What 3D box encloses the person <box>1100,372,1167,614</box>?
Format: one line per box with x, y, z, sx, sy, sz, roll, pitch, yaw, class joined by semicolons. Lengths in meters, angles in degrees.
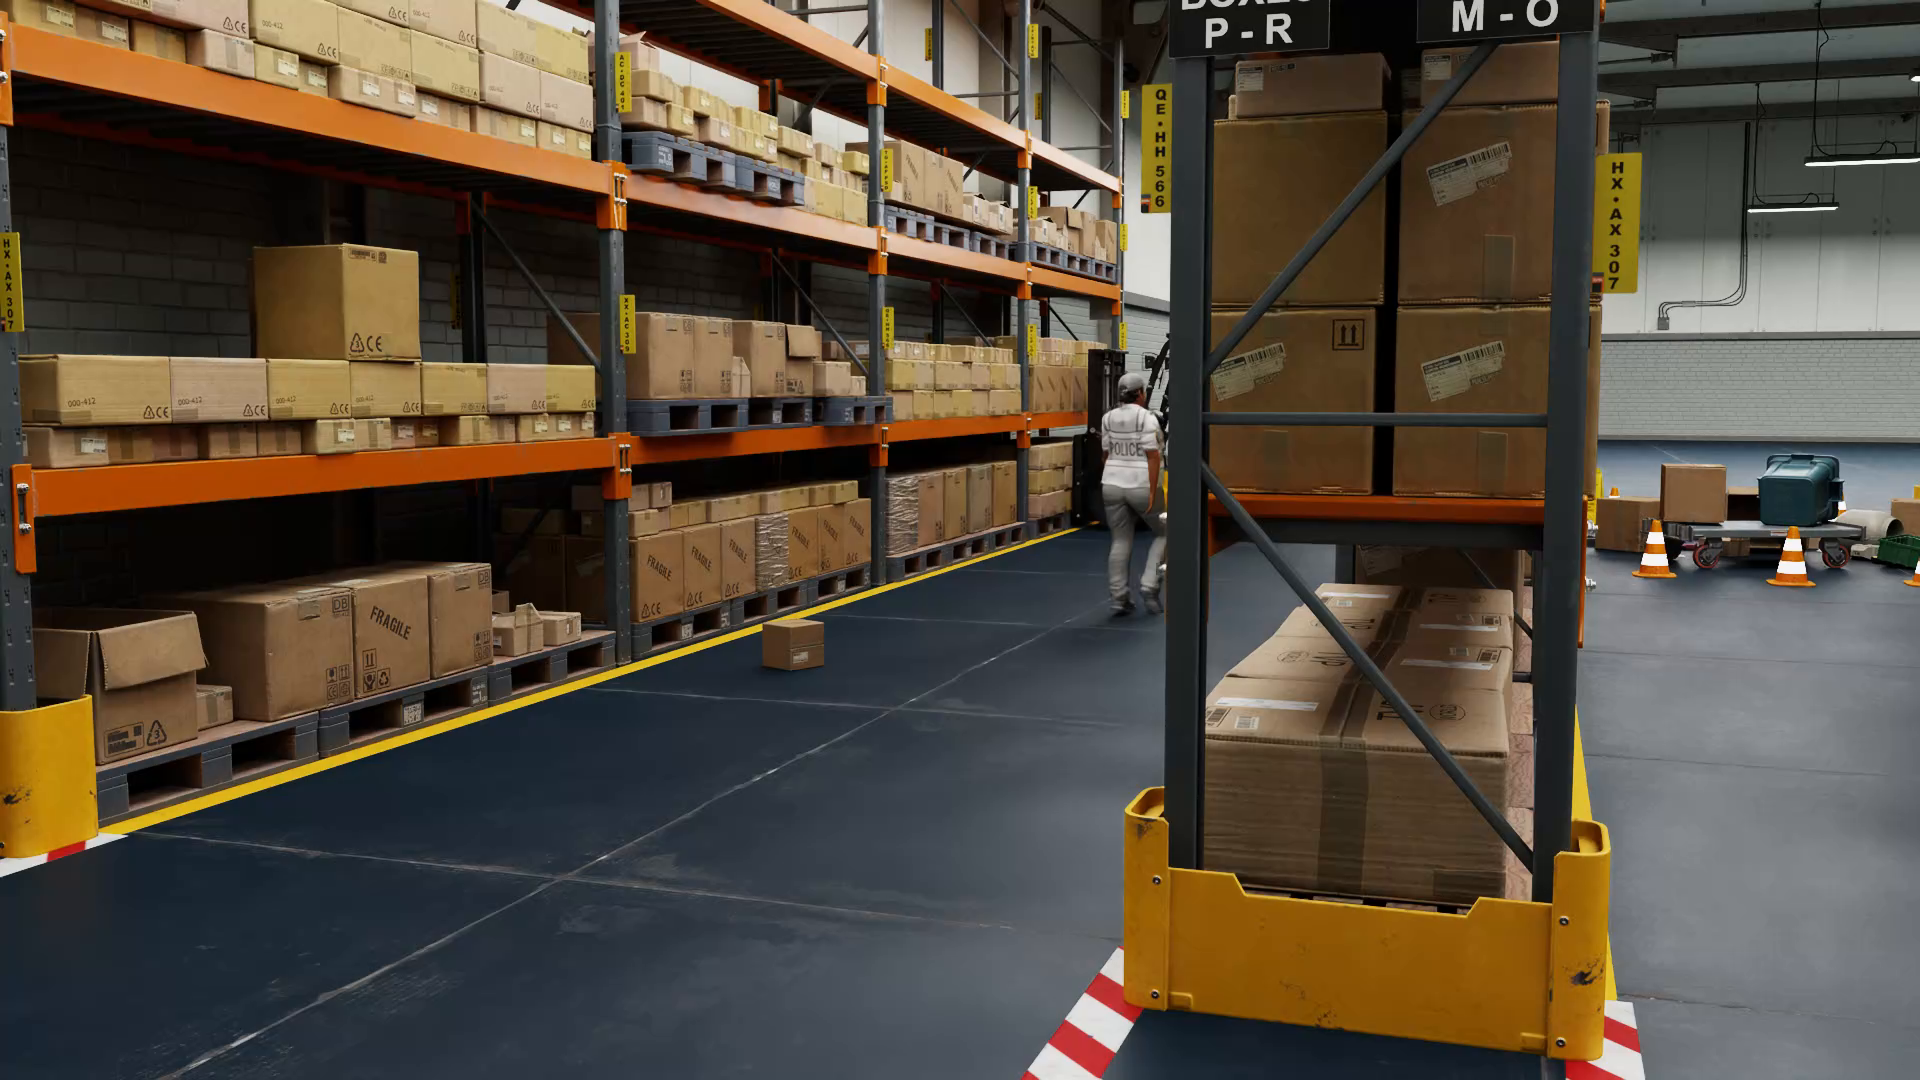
1.228;-0.315;11.609;0.478;1.703;0.471;3;6;32;person
